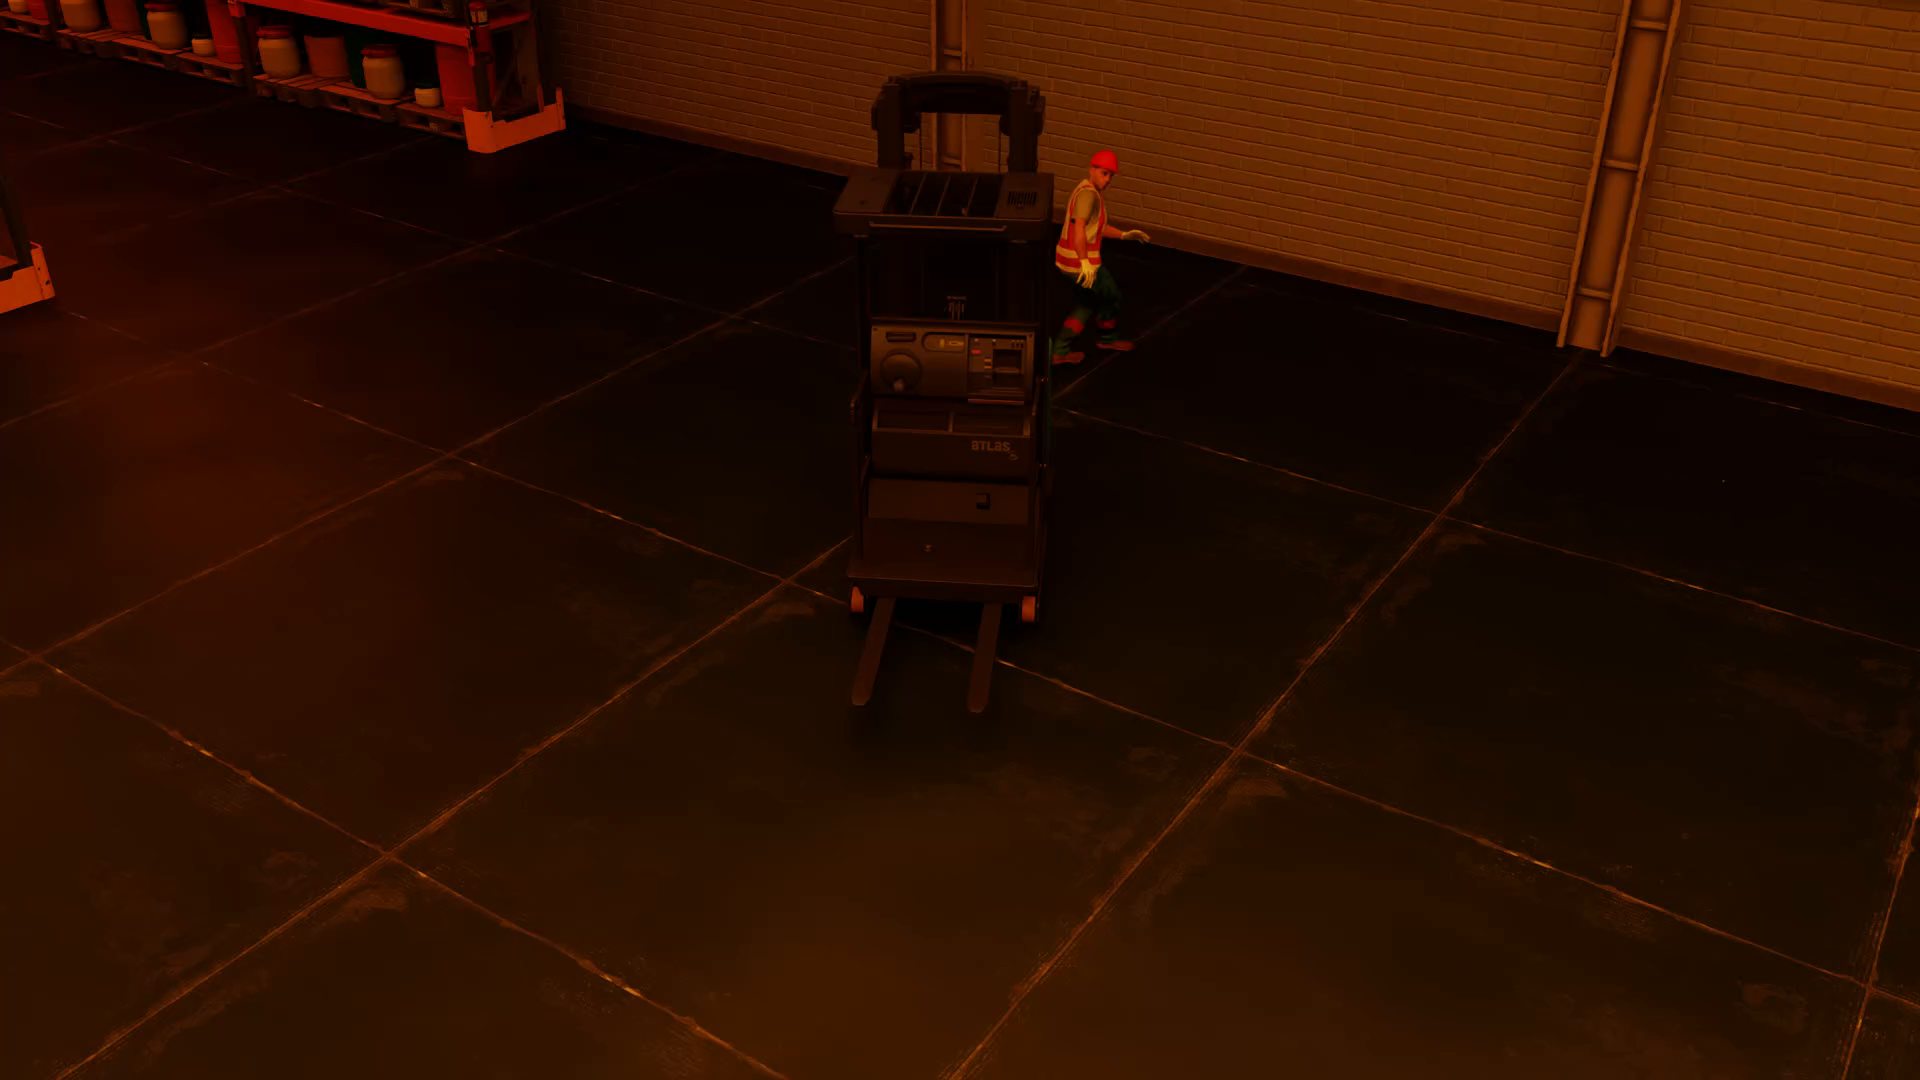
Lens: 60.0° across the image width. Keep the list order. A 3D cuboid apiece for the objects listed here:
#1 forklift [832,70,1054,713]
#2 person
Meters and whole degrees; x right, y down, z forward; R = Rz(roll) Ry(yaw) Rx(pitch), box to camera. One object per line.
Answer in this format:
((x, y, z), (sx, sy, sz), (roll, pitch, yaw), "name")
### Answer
((-0.064, -0.963, 9.239), (1.130, 2.935, 3.031), (3, 30, 5), "forklift")
((1.089, -2.075, 12.458), (0.816, 1.629, 0.803), (-10, 32, -17), "person")
